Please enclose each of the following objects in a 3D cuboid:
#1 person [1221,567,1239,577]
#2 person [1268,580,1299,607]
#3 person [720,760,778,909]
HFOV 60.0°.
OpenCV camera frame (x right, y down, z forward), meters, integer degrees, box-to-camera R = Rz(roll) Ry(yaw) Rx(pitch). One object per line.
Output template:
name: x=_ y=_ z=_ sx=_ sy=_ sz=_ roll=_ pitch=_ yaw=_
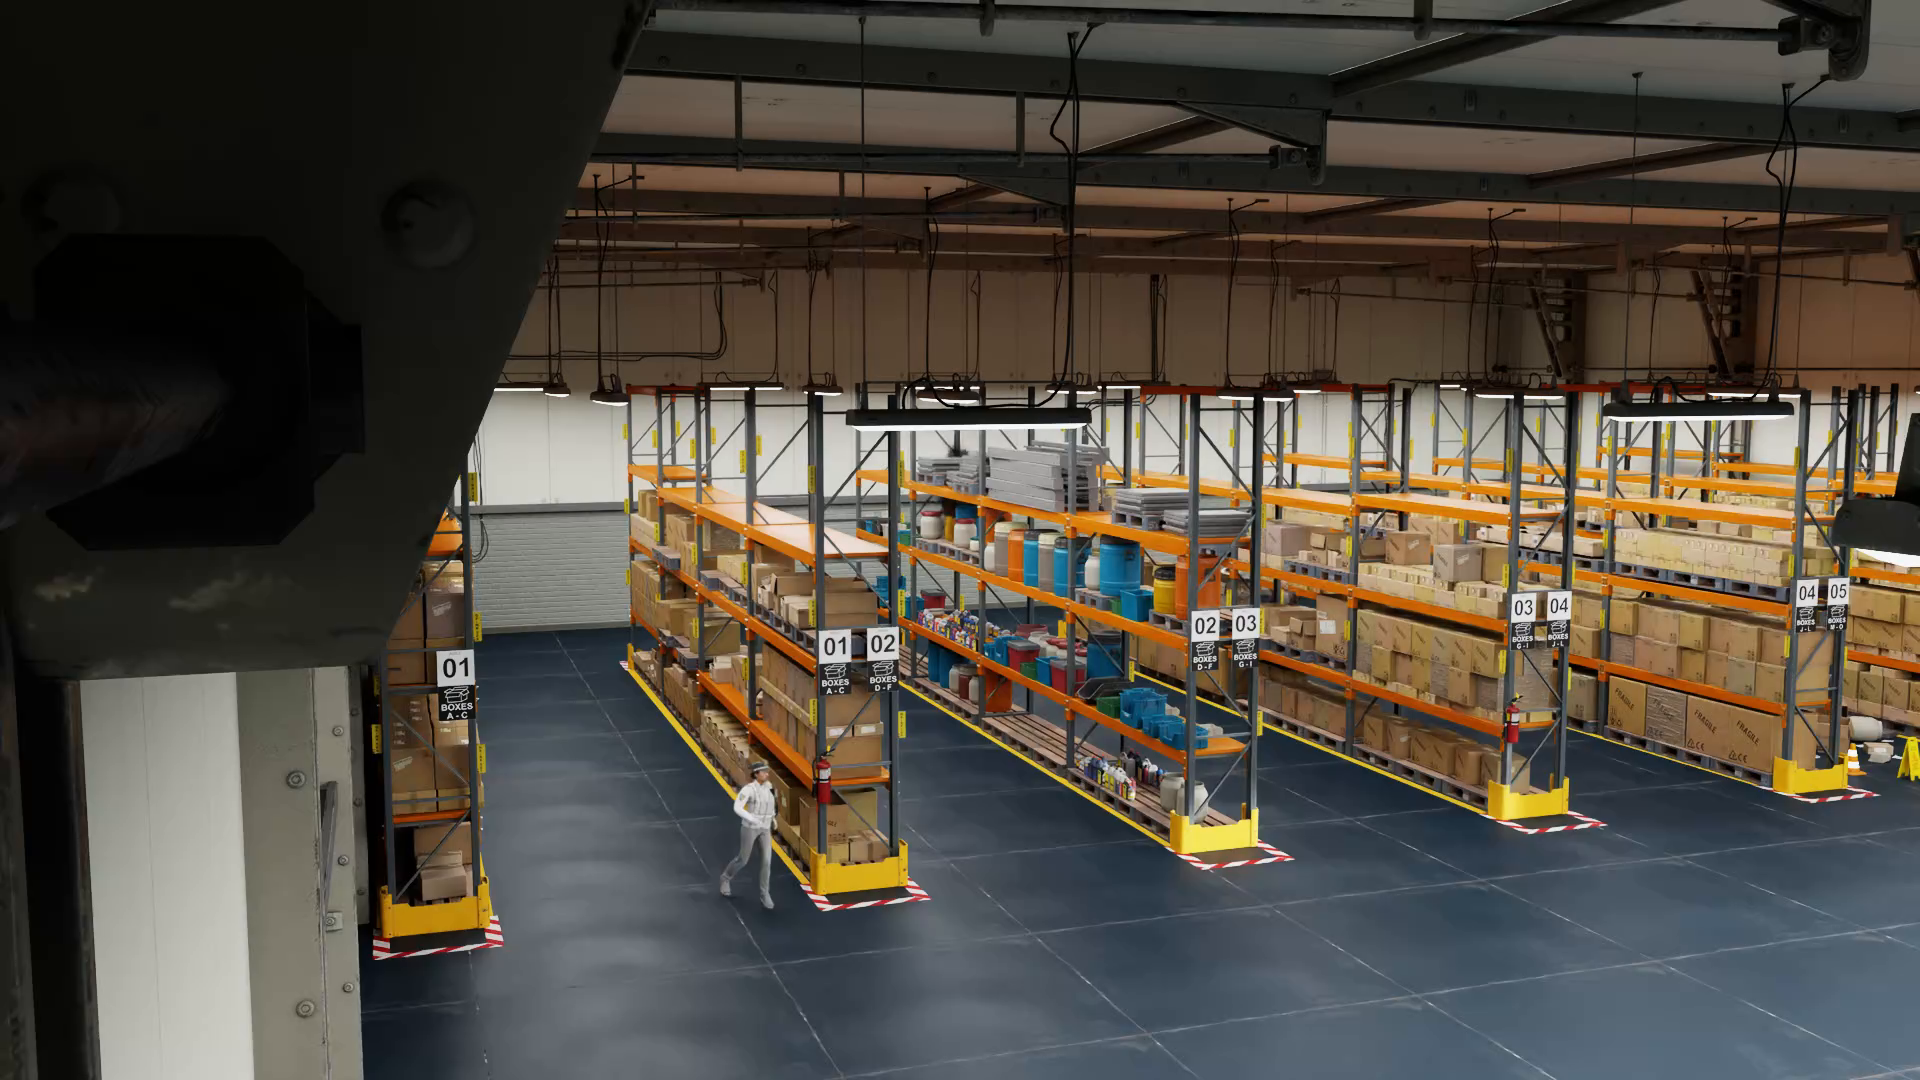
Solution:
person: x=6.487 y=1.304 z=40.432 sx=0.744 sy=1.734 sz=0.577 roll=4 pitch=7 yaw=35
person: x=7.066 y=1.728 z=36.277 sx=0.706 sy=1.763 sz=0.761 roll=-1 pitch=6 yaw=-10
person: x=-2.396 y=3.448 z=19.804 sx=0.674 sy=1.673 sz=0.920 roll=-5 pitch=8 yaw=-41
